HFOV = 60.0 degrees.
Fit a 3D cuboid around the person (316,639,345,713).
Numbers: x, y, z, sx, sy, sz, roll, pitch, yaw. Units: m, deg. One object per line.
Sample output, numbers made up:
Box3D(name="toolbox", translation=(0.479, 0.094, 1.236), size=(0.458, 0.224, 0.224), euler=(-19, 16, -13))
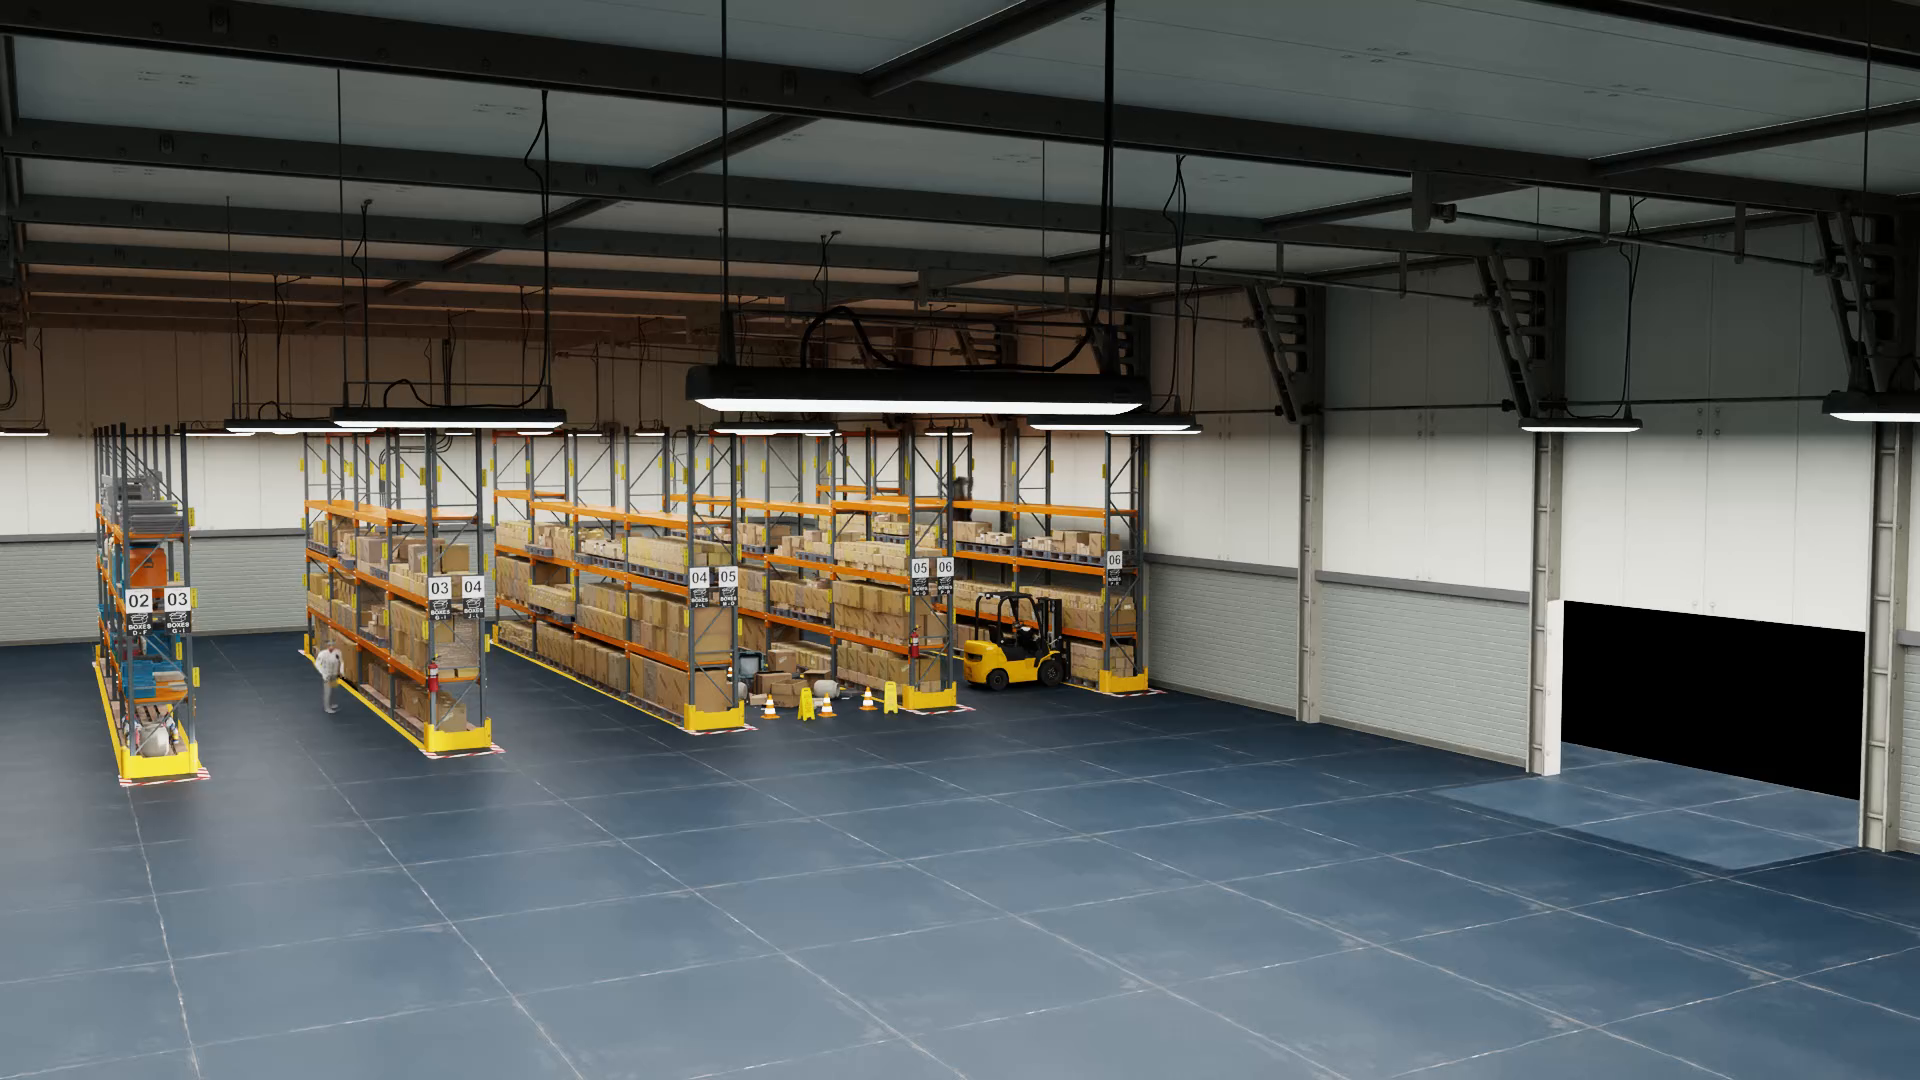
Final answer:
Box3D(name="person", translation=(-13.209, 2.823, 34.820), size=(0.809, 1.588, 0.616), euler=(3, 5, 44))
